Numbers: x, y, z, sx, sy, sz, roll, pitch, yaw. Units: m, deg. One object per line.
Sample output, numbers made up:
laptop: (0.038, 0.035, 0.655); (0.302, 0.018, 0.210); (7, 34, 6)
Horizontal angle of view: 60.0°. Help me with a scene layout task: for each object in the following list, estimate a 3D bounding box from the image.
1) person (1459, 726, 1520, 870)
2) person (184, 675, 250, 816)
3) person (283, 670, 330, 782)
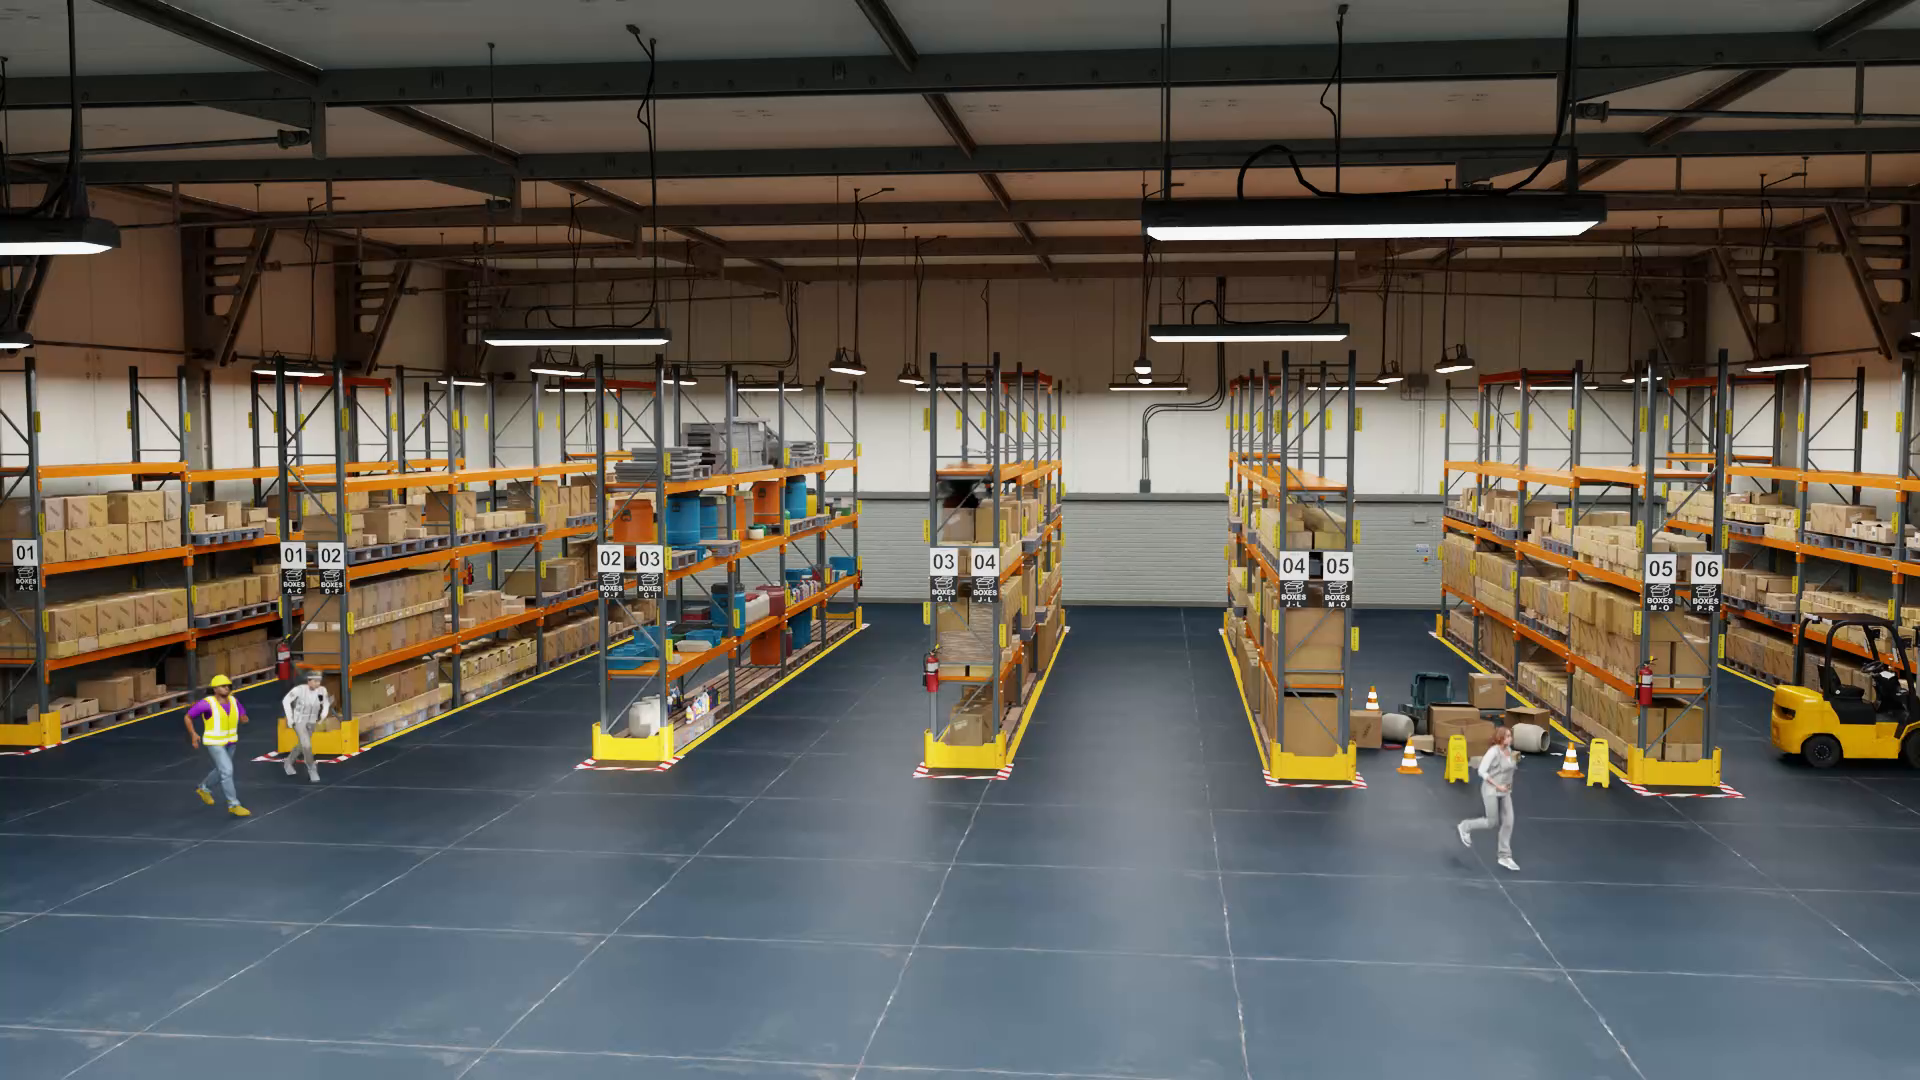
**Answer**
person: (6.058, 2.890, 18.910); (0.563, 1.587, 0.817); (-3, 5, -39)
person: (-9.418, 2.588, 21.183); (0.988, 1.759, 0.696); (2, 4, 25)
person: (-9.229, 2.597, 23.393); (0.909, 1.605, 0.615); (4, 5, 42)
